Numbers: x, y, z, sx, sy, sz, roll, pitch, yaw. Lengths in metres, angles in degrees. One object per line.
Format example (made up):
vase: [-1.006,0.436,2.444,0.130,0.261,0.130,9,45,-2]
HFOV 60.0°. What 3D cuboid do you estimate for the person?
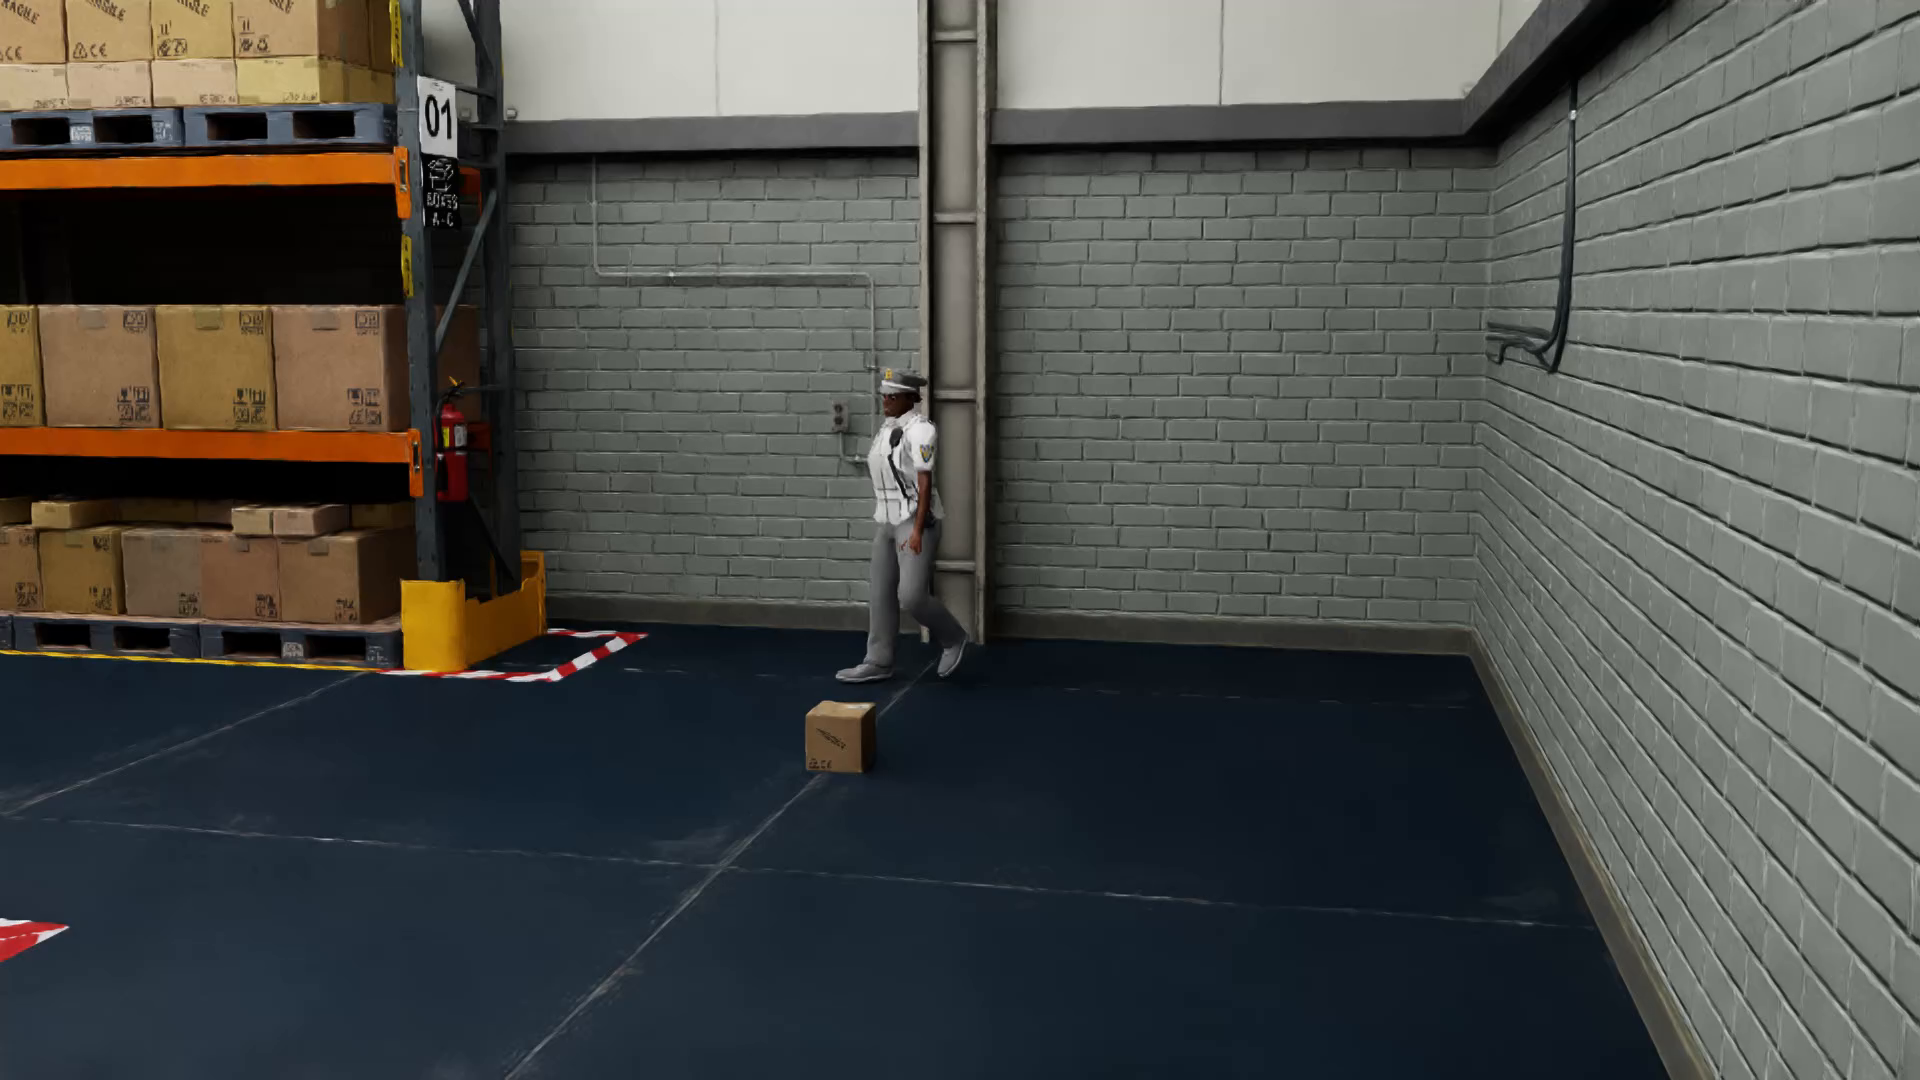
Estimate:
person: [-0.272,-0.071,8.673,0.579,1.669,0.582,-6,10,-36]
